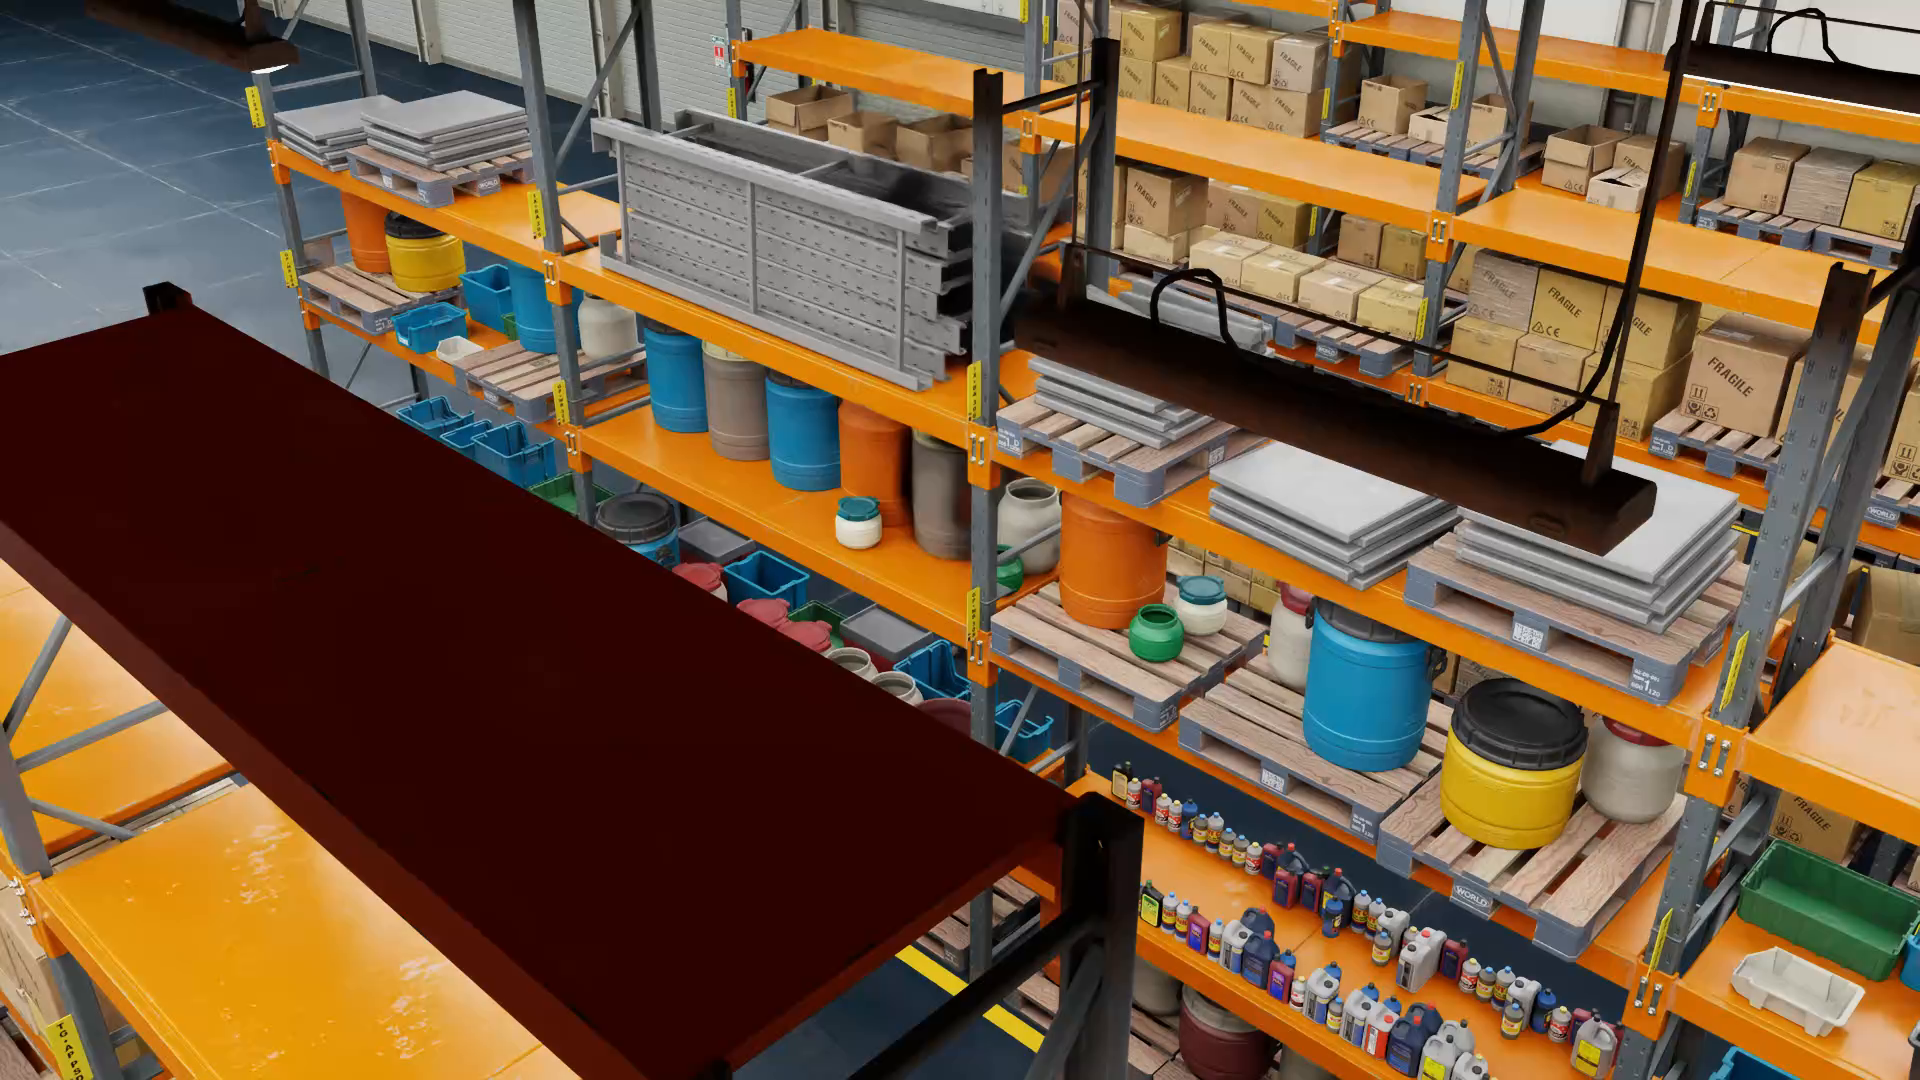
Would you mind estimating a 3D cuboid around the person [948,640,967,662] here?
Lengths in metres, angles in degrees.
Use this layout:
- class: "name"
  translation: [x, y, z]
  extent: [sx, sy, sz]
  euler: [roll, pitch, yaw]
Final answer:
- class: "person"
  translation: [-0.103, 0.232, 13.618]
  extent: [0.646, 1.738, 0.556]
  euler: [23, 37, 35]
